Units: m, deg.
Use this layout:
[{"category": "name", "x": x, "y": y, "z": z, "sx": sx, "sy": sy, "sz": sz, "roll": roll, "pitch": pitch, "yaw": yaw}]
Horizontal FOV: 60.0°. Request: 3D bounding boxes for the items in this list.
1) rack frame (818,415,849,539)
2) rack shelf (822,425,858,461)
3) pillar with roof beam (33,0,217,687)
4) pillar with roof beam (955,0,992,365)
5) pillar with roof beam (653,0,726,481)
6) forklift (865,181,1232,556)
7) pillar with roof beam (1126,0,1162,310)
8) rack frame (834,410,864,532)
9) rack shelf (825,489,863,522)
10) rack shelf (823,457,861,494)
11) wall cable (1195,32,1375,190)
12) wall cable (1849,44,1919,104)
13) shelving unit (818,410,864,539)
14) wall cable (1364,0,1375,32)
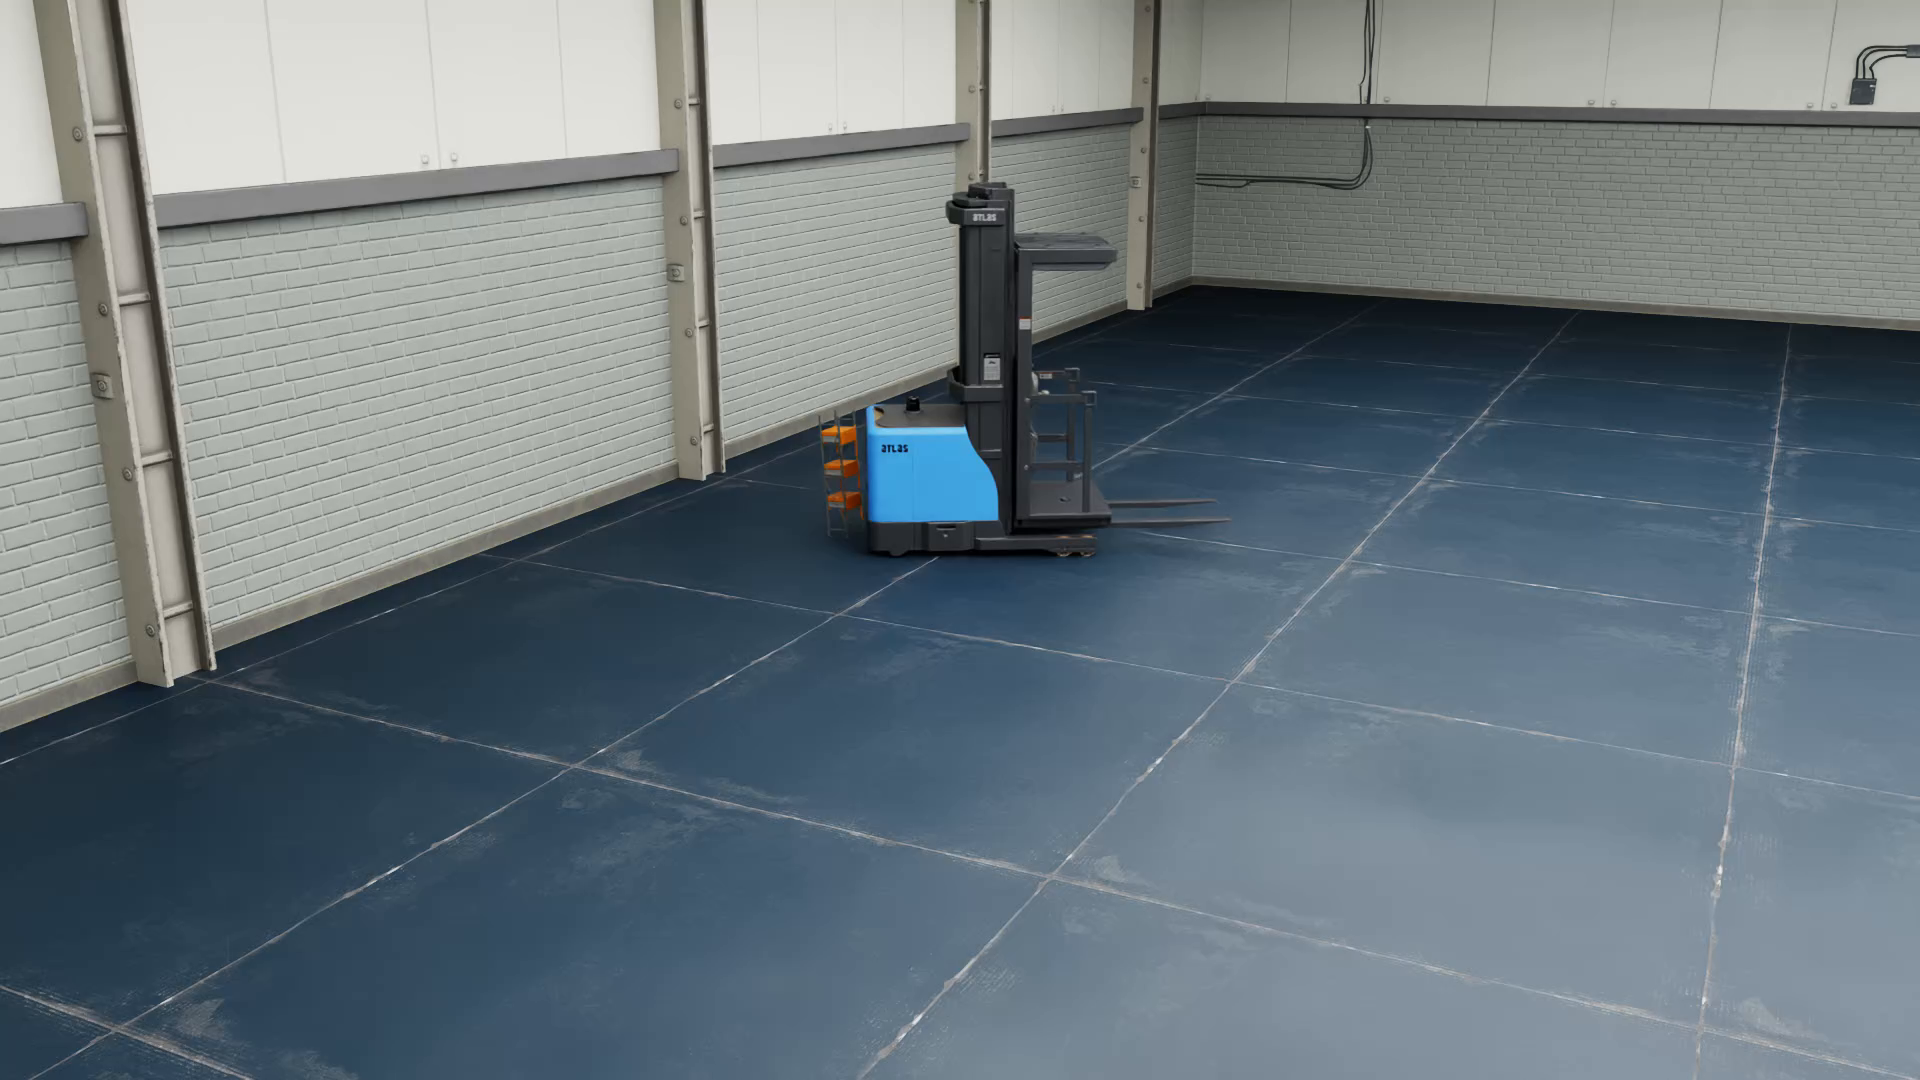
[{"category": "rack frame", "x": -1.058, "y": -0.525, "z": 13.922, "sx": 0.200, "sy": 1.050, "sz": 0.008, "roll": 4, "pitch": 17, "yaw": 29}, {"category": "rack shelf", "x": -1.016, "y": -0.819, "z": 13.956, "sx": 0.215, "sy": 0.259, "sz": 0.240, "roll": 4, "pitch": 17, "yaw": 29}, {"category": "pillar with roof beam", "x": -1.347, "y": -2.877, "z": 7.907, "sx": 9.100, "sy": 9.000, "sz": 0.400, "roll": 8, "pitch": 18, "yaw": 25}, {"category": "pillar with roof beam", "x": 4.015, "y": -5.934, "z": 18.198, "sx": 9.100, "sy": 9.000, "sz": 0.400, "roll": 8, "pitch": 18, "yaw": 25}, {"category": "pillar with roof beam", "x": 1.334, "y": -4.406, "z": 13.052, "sx": 9.100, "sy": 9.000, "sz": 0.400, "roll": 8, "pitch": 18, "yaw": 25}, {"category": "forklift", "x": 0.726, "y": -1.422, "z": 13.664, "sx": 3.031, "sy": 2.935, "sz": 1.130, "roll": -1, "pitch": 17, "yaw": -4}, {"category": "pillar with roof beam", "x": 6.696, "y": -7.462, "z": 23.343, "sx": 9.100, "sy": 9.000, "sz": 0.400, "roll": 8, "pitch": 18, "yaw": 25}, {"category": "rack frame", "x": -0.941, "y": -0.586, "z": 14.127, "sx": 0.200, "sy": 1.050, "sz": 0.008, "roll": 4, "pitch": 17, "yaw": 29}, {"category": "rack shelf", "x": -0.981, "y": -0.276, "z": 14.096, "sx": 0.215, "sy": 0.259, "sz": 0.240, "roll": 4, "pitch": 17, "yaw": 29}, {"category": "rack shelf", "x": -0.999, "y": -0.545, "z": 14.027, "sx": 0.215, "sy": 0.259, "sz": 0.240, "roll": 4, "pitch": 17, "yaw": 29}, {"category": "wall cable", "x": 5.344, "y": -7.104, "z": 27.590, "sx": 3.097, "sy": 2.526, "sz": 0.112, "roll": 8, "pitch": 18, "yaw": 25}, {"category": "wall cable", "x": 13.830, "y": -9.010, "z": 22.583, "sx": 2.305, "sy": 6.003, "sz": 0.169, "roll": 8, "pitch": 18, "yaw": 25}, {"category": "shelving unit", "x": -0.999, "y": -0.555, "z": 14.024, "sx": 0.215, "sy": 1.050, "sz": 0.252, "roll": 4, "pitch": 17, "yaw": 29}, {"category": "wall cable", "x": 7.765, "y": -9.180, "z": 25.712, "sx": 3.097, "sy": 2.526, "sz": 0.112, "roll": 8, "pitch": 18, "yaw": 25}]
